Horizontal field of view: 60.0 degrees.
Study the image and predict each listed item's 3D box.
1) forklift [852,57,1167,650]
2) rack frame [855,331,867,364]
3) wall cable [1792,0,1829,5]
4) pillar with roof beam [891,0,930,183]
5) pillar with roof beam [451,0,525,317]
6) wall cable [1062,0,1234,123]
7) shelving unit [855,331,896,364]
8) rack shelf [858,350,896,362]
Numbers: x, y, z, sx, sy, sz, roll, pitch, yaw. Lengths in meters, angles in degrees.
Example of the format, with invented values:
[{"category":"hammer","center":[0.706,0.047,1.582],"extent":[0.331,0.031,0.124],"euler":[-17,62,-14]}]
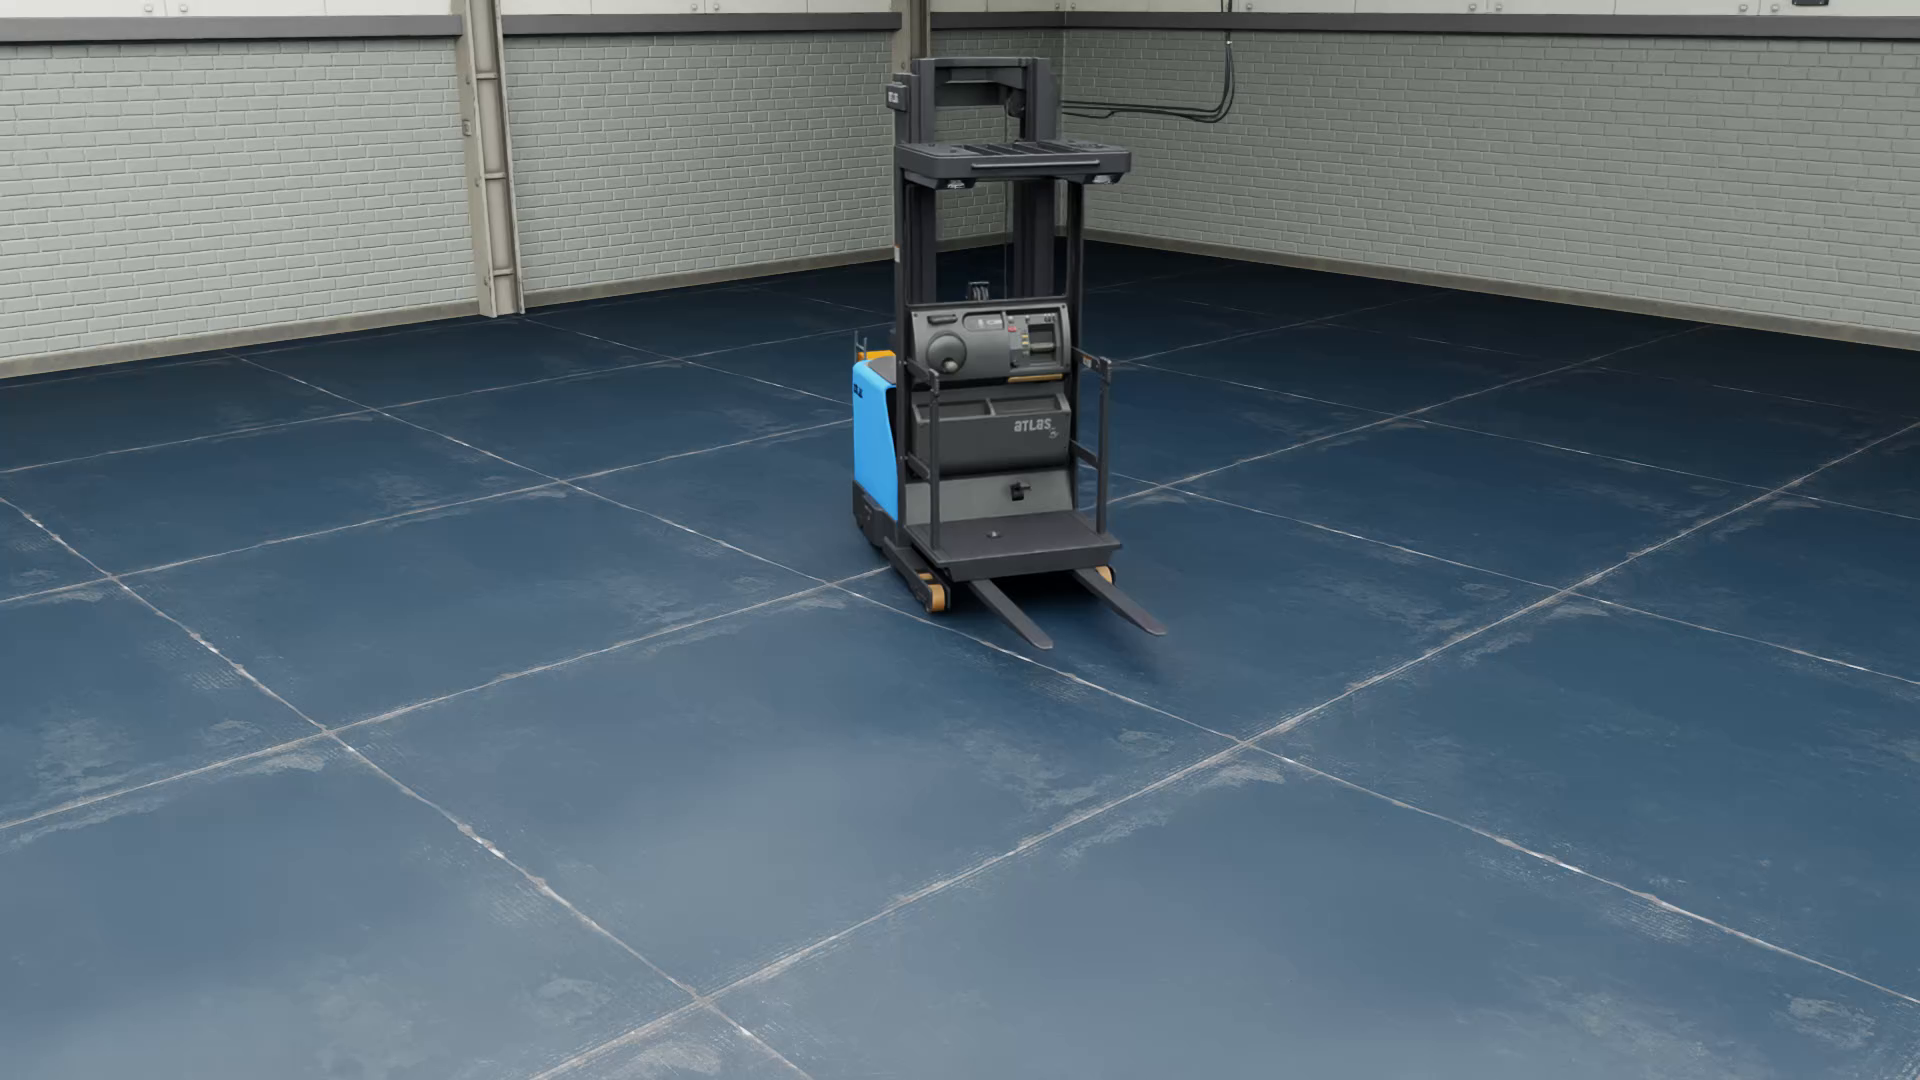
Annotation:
[{"category":"forklift","center":[0.248,-1.125,9.204],"extent":[1.130,2.935,3.031],"euler":[-6,19,-17]},{"category":"rack frame","center":[-0.638,-0.750,10.853],"extent":[0.015,1.200,0.240],"euler":[-6,19,-18]},{"category":"wall cable","center":[8.938,-7.833,14.539],"extent":[0.169,6.003,2.305],"euler":[-16,24,-41]},{"category":"pillar with roof beam","center":[2.336,-7.053,17.648],"extent":[0.400,9.000,9.100],"euler":[-16,24,-41]},{"category":"pillar with roof beam","center":[-2.024,-5.782,13.727],"extent":[0.400,9.000,9.100],"euler":[-16,24,-41]},{"category":"wall cable","center":[2.427,-6.869,22.114],"extent":[0.112,2.526,3.097],"euler":[-16,24,-41]},{"category":"shelving unit","center":[-0.407,-0.774,10.927],"extent":[0.503,1.200,0.258],"euler":[-6,19,-18]},{"category":"rack shelf","center":[-0.407,-1.148,10.806],"extent":[0.480,0.148,0.258],"euler":[-6,19,-18]}]
